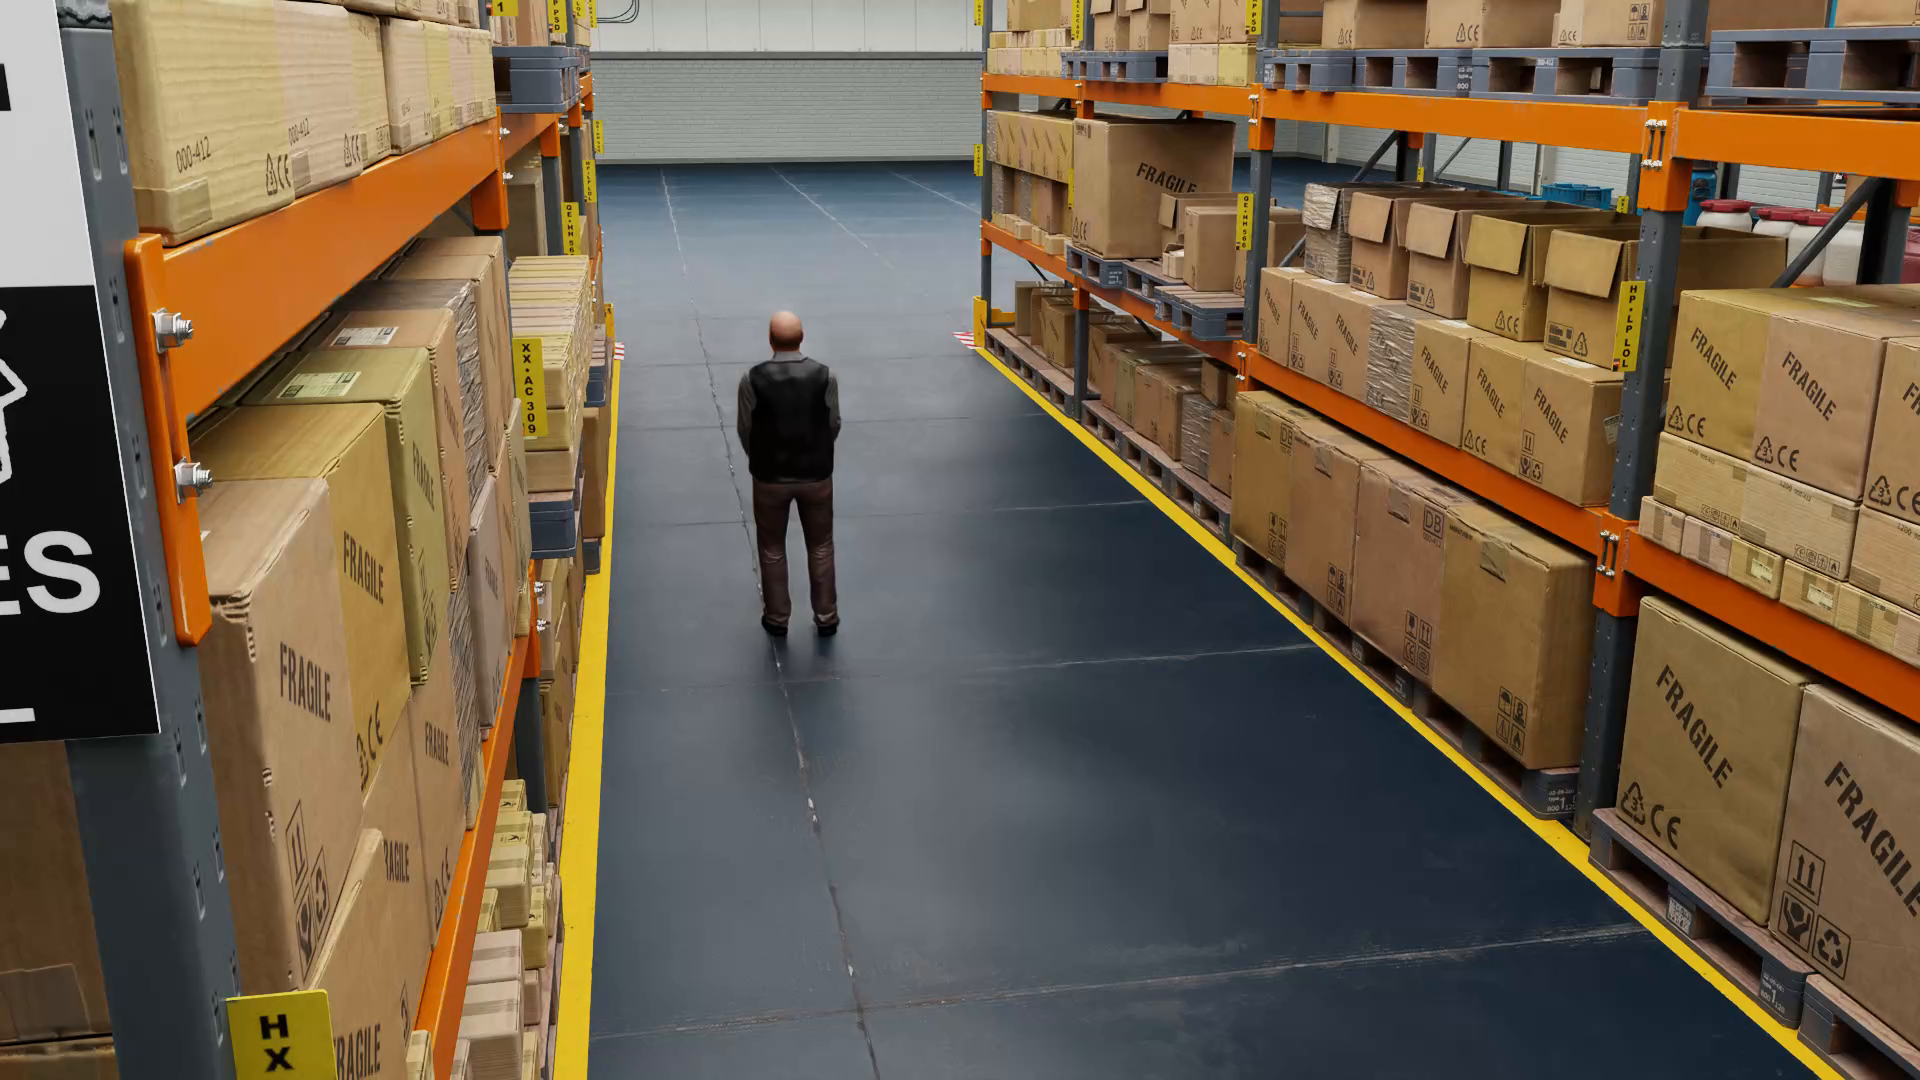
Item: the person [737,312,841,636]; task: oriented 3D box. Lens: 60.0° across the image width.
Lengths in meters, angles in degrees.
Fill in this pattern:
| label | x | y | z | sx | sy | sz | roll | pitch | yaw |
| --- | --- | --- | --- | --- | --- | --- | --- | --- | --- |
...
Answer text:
| label | x | y | z | sx | sy | sz | roll | pitch | yaw |
| --- | --- | --- | --- | --- | --- | --- | --- | --- | --- |
| person | -0.892 | -0.340 | 8.733 | 0.544 | 1.728 | 0.482 | -3 | 17 | -11 |
